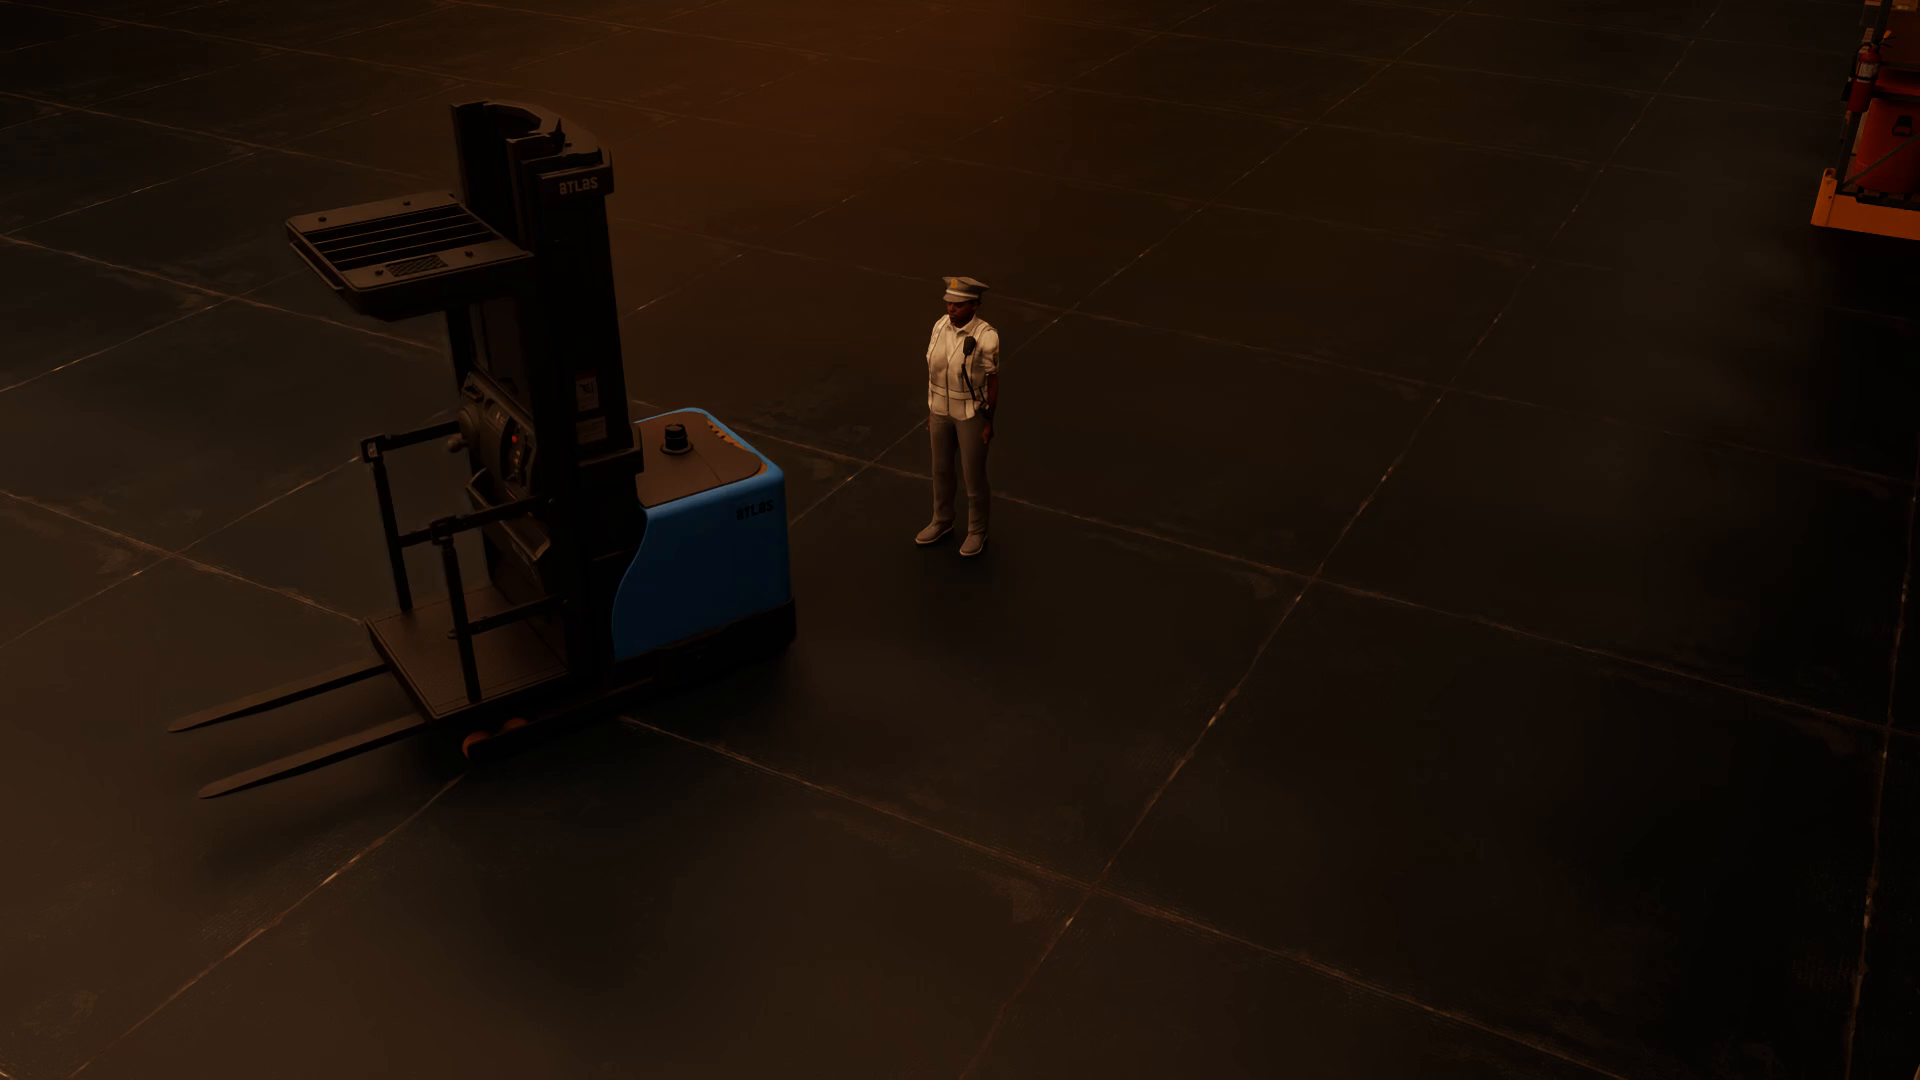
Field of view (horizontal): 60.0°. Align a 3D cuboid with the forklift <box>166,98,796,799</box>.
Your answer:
[{"bbox_3d":[-2.386,-0.473,7.890,3.031,2.935,1.130,-19,35,-30],"label":"forklift"}]

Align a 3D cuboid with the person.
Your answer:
[{"bbox_3d":[-0.009,-0.728,9.576,0.451,1.694,0.348,15,33,25],"label":"person"}]
